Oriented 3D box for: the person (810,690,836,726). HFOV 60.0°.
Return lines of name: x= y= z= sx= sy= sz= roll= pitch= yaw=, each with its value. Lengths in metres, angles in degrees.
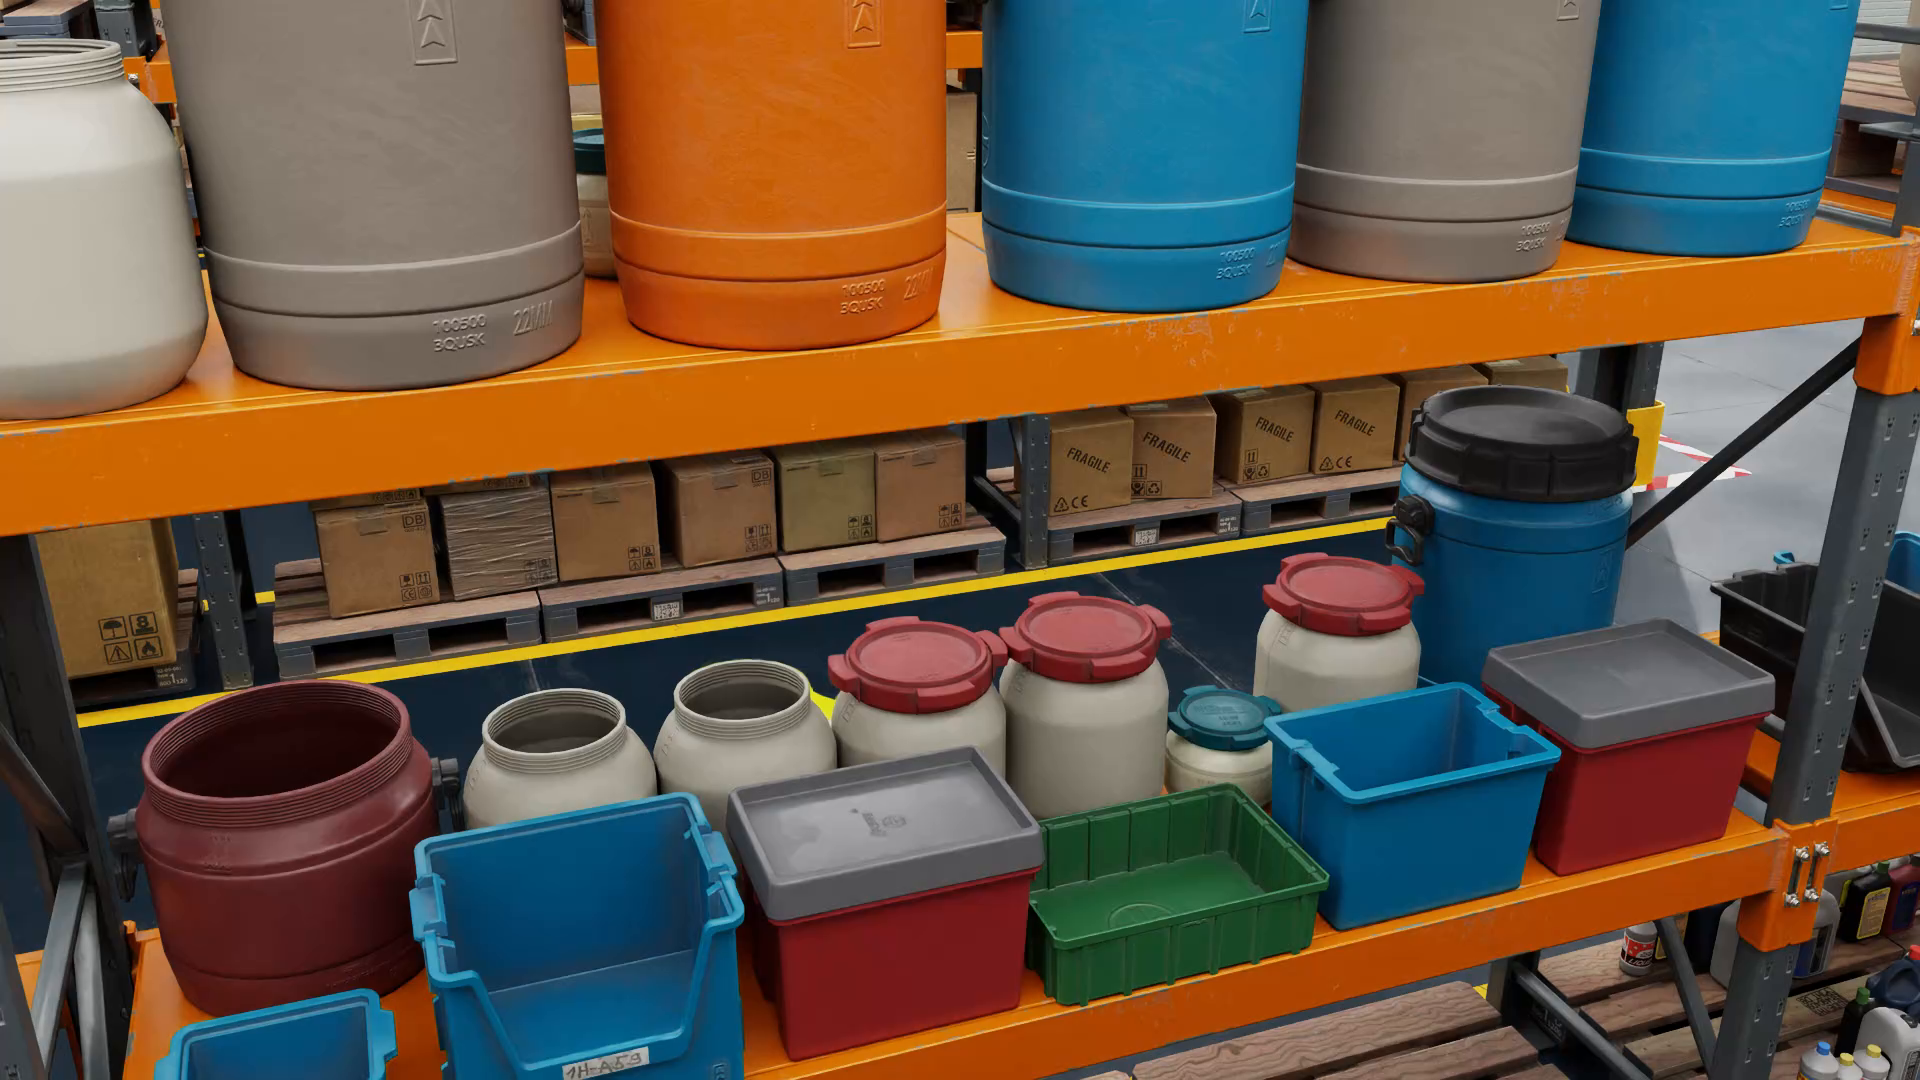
person: x=-0.533 y=0.920 z=5.807 sx=0.895 sy=1.027 sz=0.583 roll=-8 pitch=24 yaw=-19
